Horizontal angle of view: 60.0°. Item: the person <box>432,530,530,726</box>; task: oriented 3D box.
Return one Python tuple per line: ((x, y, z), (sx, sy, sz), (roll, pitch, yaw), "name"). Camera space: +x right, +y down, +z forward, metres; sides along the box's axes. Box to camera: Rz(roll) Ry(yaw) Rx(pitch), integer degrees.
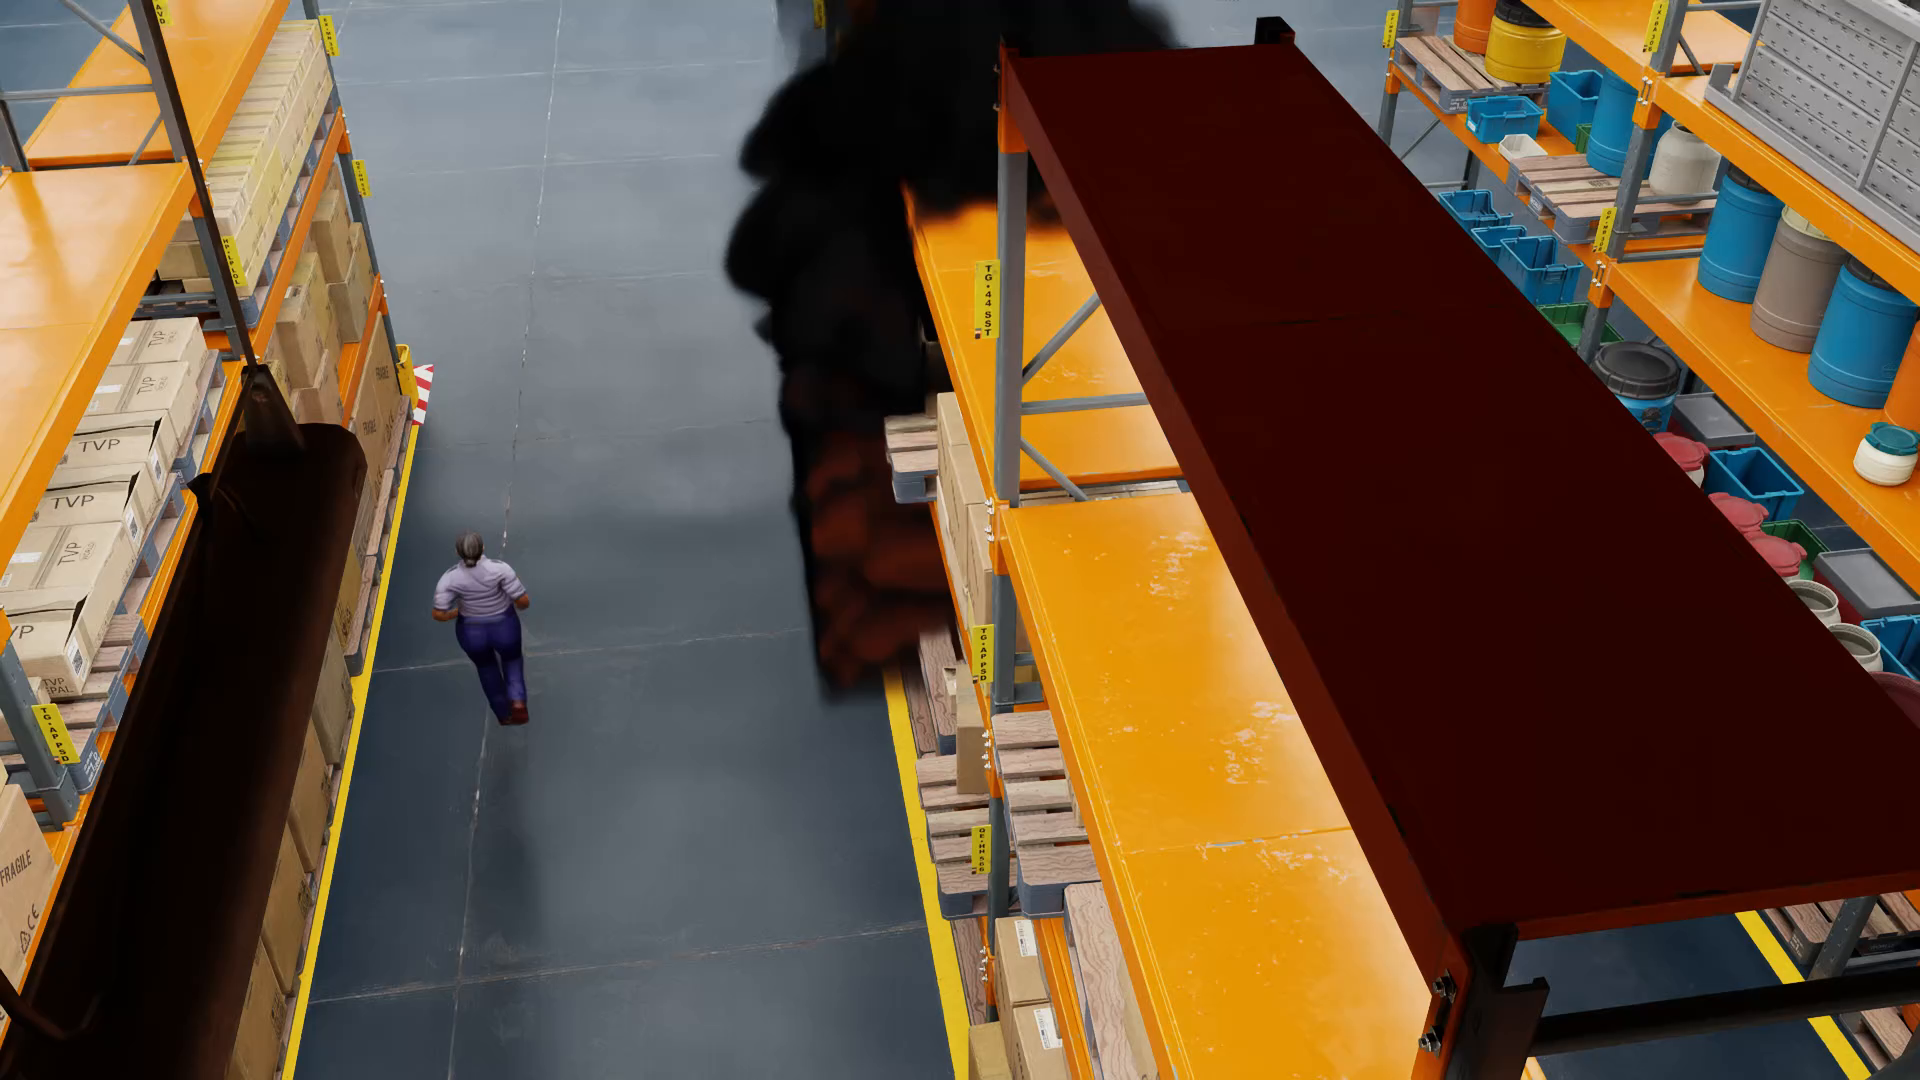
((-3.057, 0.620, 10.778), (0.609, 1.617, 0.584), (-9, 37, -12), "person")
